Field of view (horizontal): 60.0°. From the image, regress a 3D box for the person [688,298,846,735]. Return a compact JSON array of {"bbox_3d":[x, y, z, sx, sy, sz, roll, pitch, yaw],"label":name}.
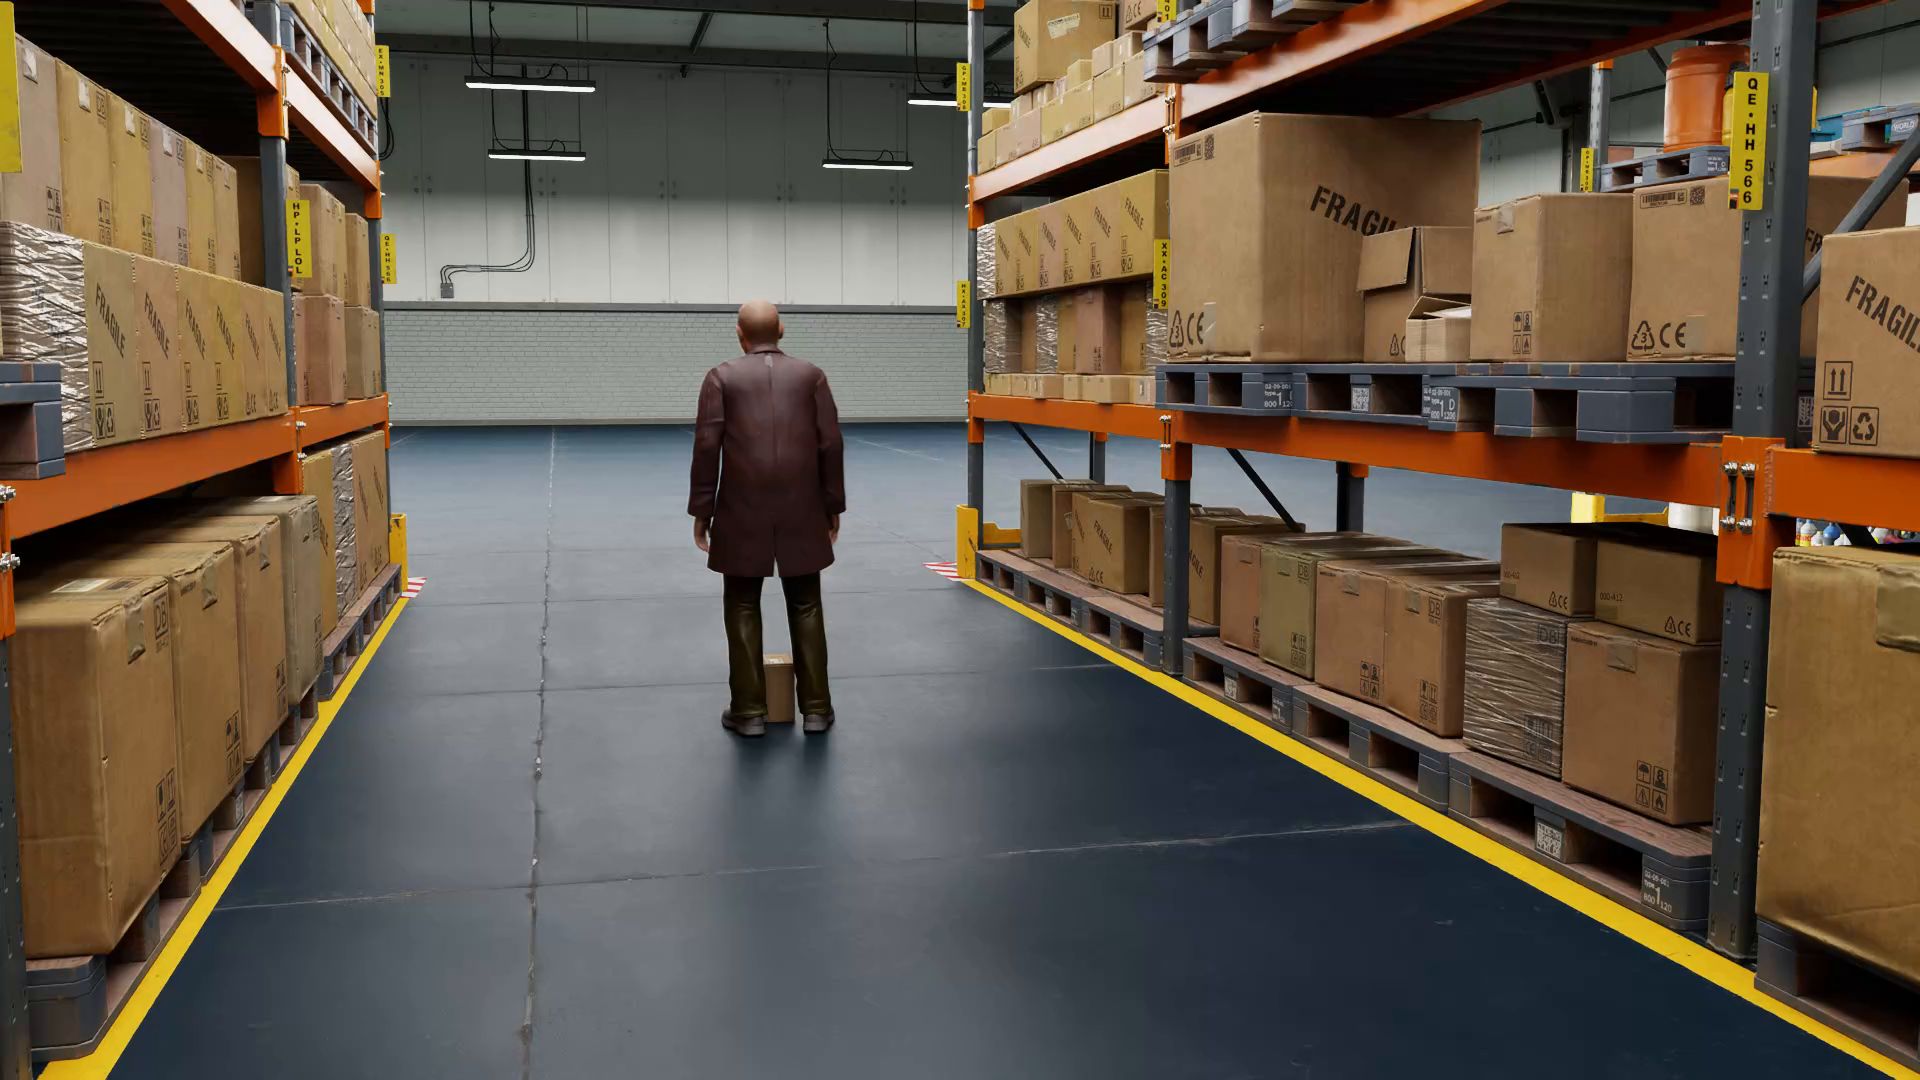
[{"bbox_3d":[-0.786,-0.098,6.818,0.654,1.774,0.415,-2,6,-15],"label":"person"}]
